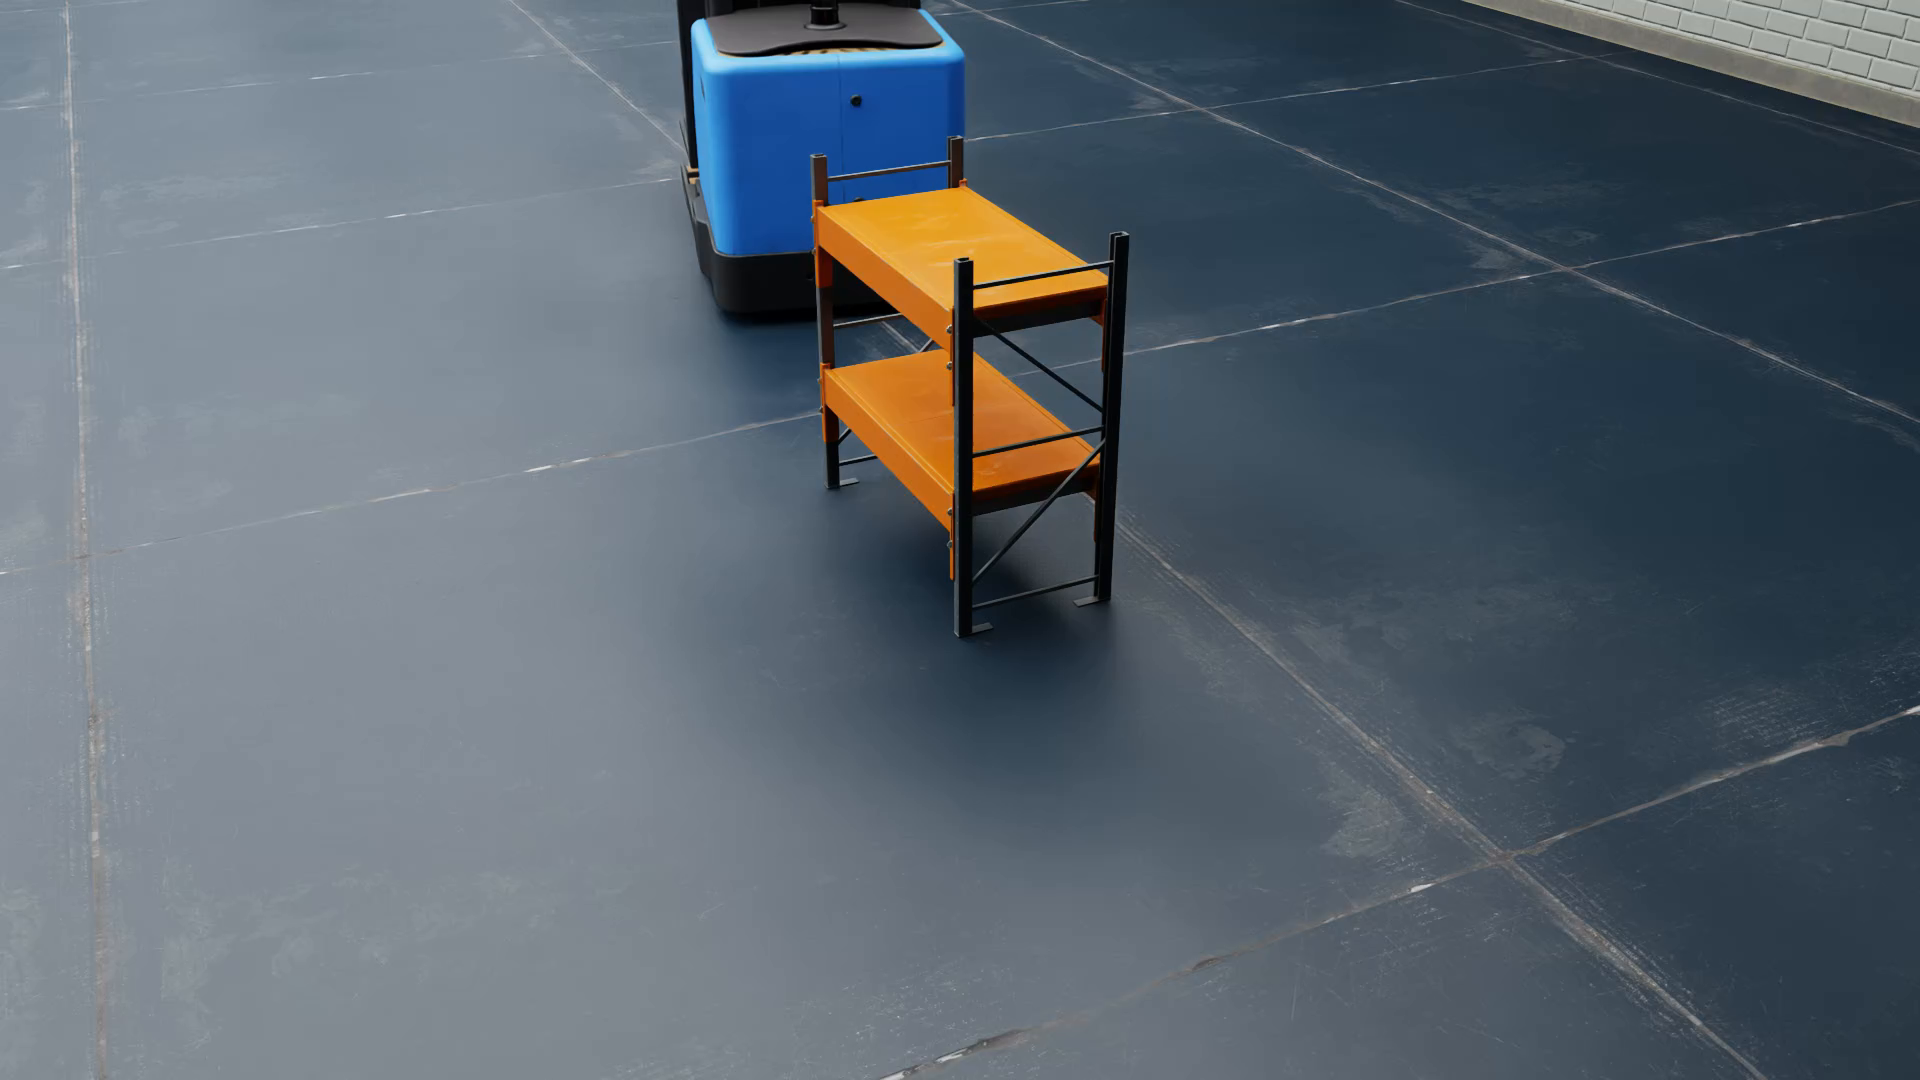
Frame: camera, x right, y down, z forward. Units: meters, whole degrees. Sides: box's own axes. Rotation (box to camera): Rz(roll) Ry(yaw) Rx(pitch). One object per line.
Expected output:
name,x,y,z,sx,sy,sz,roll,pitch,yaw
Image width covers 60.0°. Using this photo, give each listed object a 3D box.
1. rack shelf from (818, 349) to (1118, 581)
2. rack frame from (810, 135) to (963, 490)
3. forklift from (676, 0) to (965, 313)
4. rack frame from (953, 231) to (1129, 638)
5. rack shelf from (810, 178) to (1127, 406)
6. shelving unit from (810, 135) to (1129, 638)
rack shelf,-0.003,-0.280,5.100,0.538,0.278,1.000,-13,32,-22
rack frame,-0.221,-0.718,5.381,0.500,1.125,0.032,-13,32,-22
forklift,-0.771,-2.905,7.434,1.130,2.935,3.031,-6,30,-10
rack frame,0.215,-0.269,4.580,0.500,1.125,0.032,-13,32,-22
rack shelf,-0.003,-0.749,4.837,0.538,0.278,1.000,-13,32,-22
shelving unit,-0.003,-0.494,4.980,0.538,1.125,1.048,-13,32,-22
